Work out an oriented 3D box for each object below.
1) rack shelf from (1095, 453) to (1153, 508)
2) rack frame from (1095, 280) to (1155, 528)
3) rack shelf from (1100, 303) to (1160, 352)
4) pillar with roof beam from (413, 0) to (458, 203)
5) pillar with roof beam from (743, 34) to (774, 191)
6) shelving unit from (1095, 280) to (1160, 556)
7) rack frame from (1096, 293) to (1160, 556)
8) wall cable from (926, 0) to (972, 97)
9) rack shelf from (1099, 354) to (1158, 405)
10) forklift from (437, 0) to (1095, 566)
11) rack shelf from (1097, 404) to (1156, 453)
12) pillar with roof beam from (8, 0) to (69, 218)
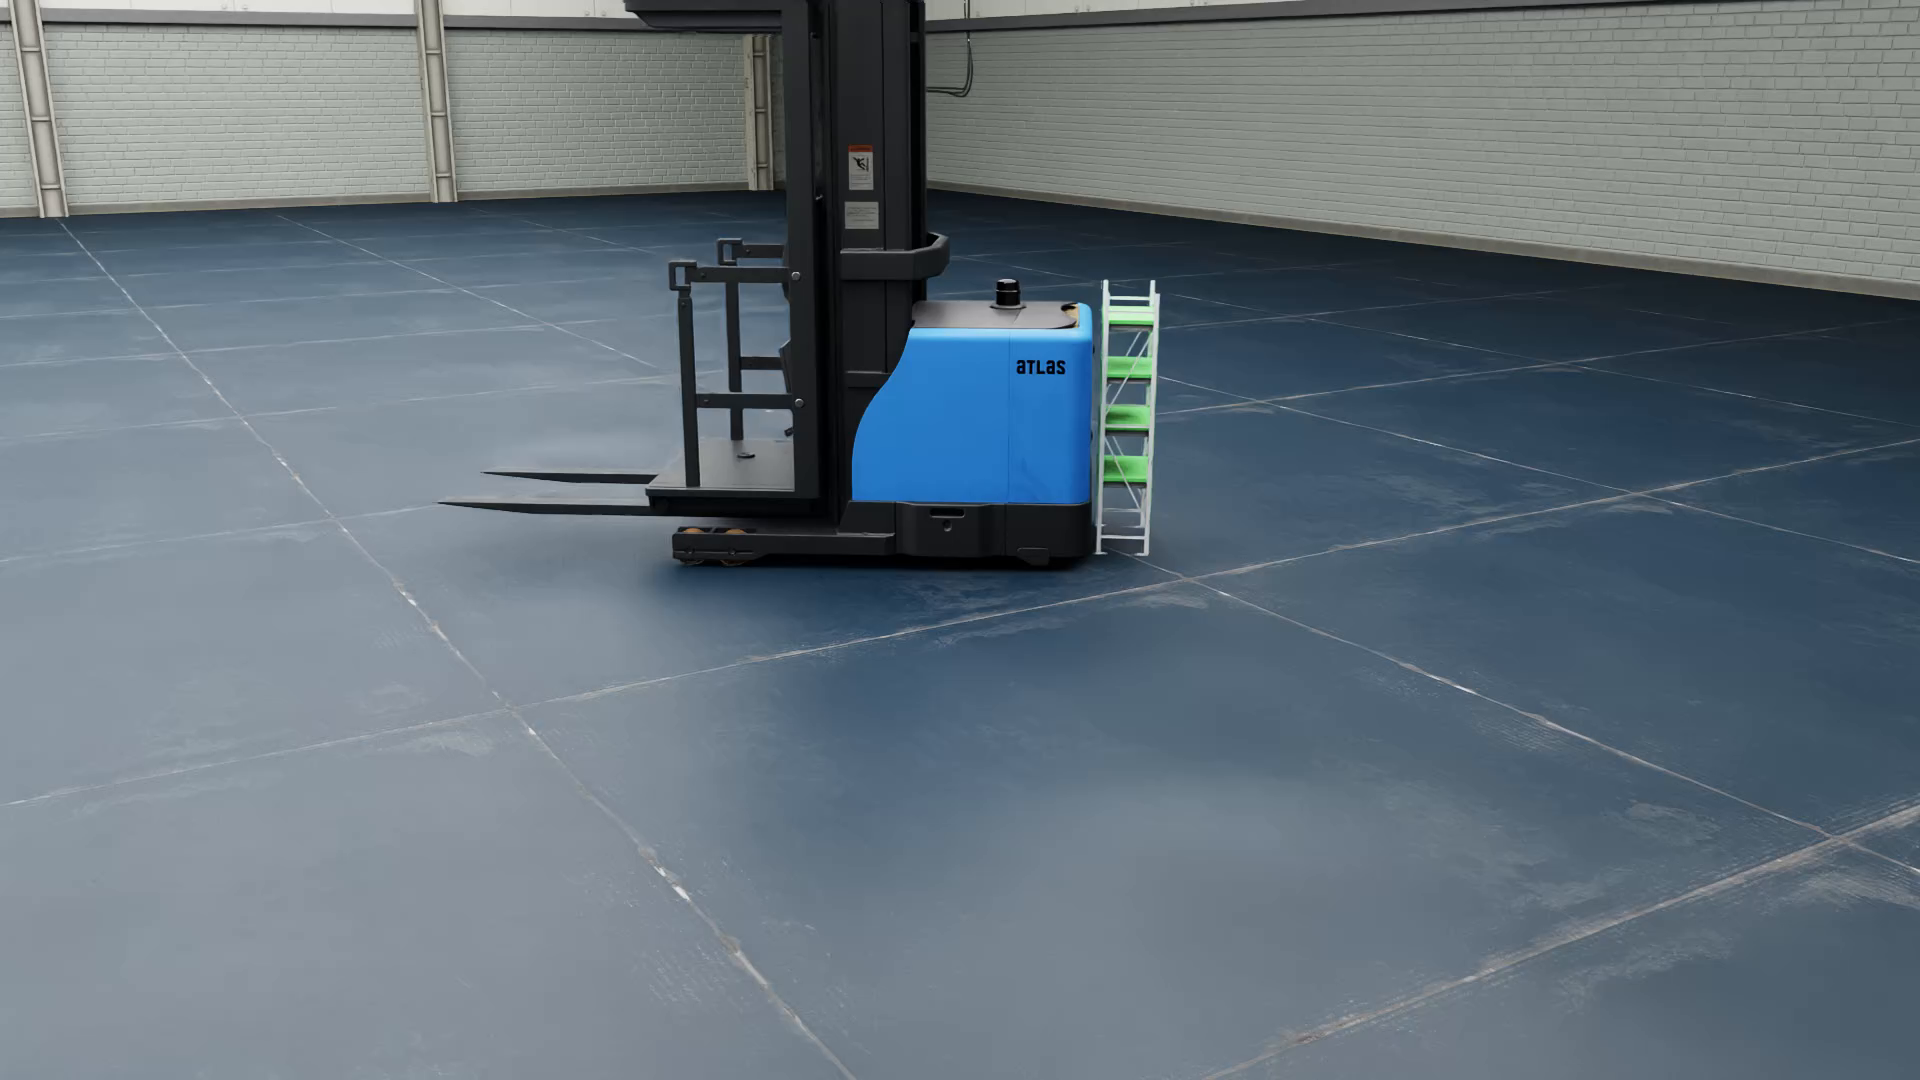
[{"bbox_3d":[0.767,-0.283,7.818,0.258,0.148,0.480,2,16,4],"label":"rack shelf"},{"bbox_3d":[0.788,-0.642,7.970,0.240,1.200,0.015,2,16,4],"label":"rack frame"},{"bbox_3d":[0.776,-0.976,7.623,0.258,0.148,0.480,2,16,4],"label":"rack shelf"},{"bbox_3d":[-6.736,-9.209,24.089,0.400,9.000,9.100,-9,18,-30],"label":"pillar with roof beam"},{"bbox_3d":[-1.593,-10.043,27.065,0.400,9.000,9.100,-9,18,-30],"label":"pillar with roof beam"},{"bbox_3d":[0.771,-0.576,7.736,0.258,1.200,0.503,2,16,4],"label":"shelving unit"},{"bbox_3d":[0.754,-0.510,7.501,0.240,1.200,0.015,2,16,4],"label":"rack frame"},{"bbox_3d":[-0.603,-9.647,31.406,0.112,2.526,3.097,-9,18,-30],"label":"wall cable"},{"bbox_3d":[0.773,-0.745,7.688,0.258,0.148,0.480,2,16,4],"label":"rack shelf"},{"bbox_3d":[-0.894,-1.433,7.591,3.031,2.935,1.130,1,16,4],"label":"forklift"},{"bbox_3d":[0.770,-0.514,7.753,0.258,0.148,0.480,2,16,4],"label":"rack shelf"},{"bbox_3d":[-11.879,-8.375,21.114,0.400,9.000,9.100,-9,18,-30],"label":"pillar with roof beam"}]
